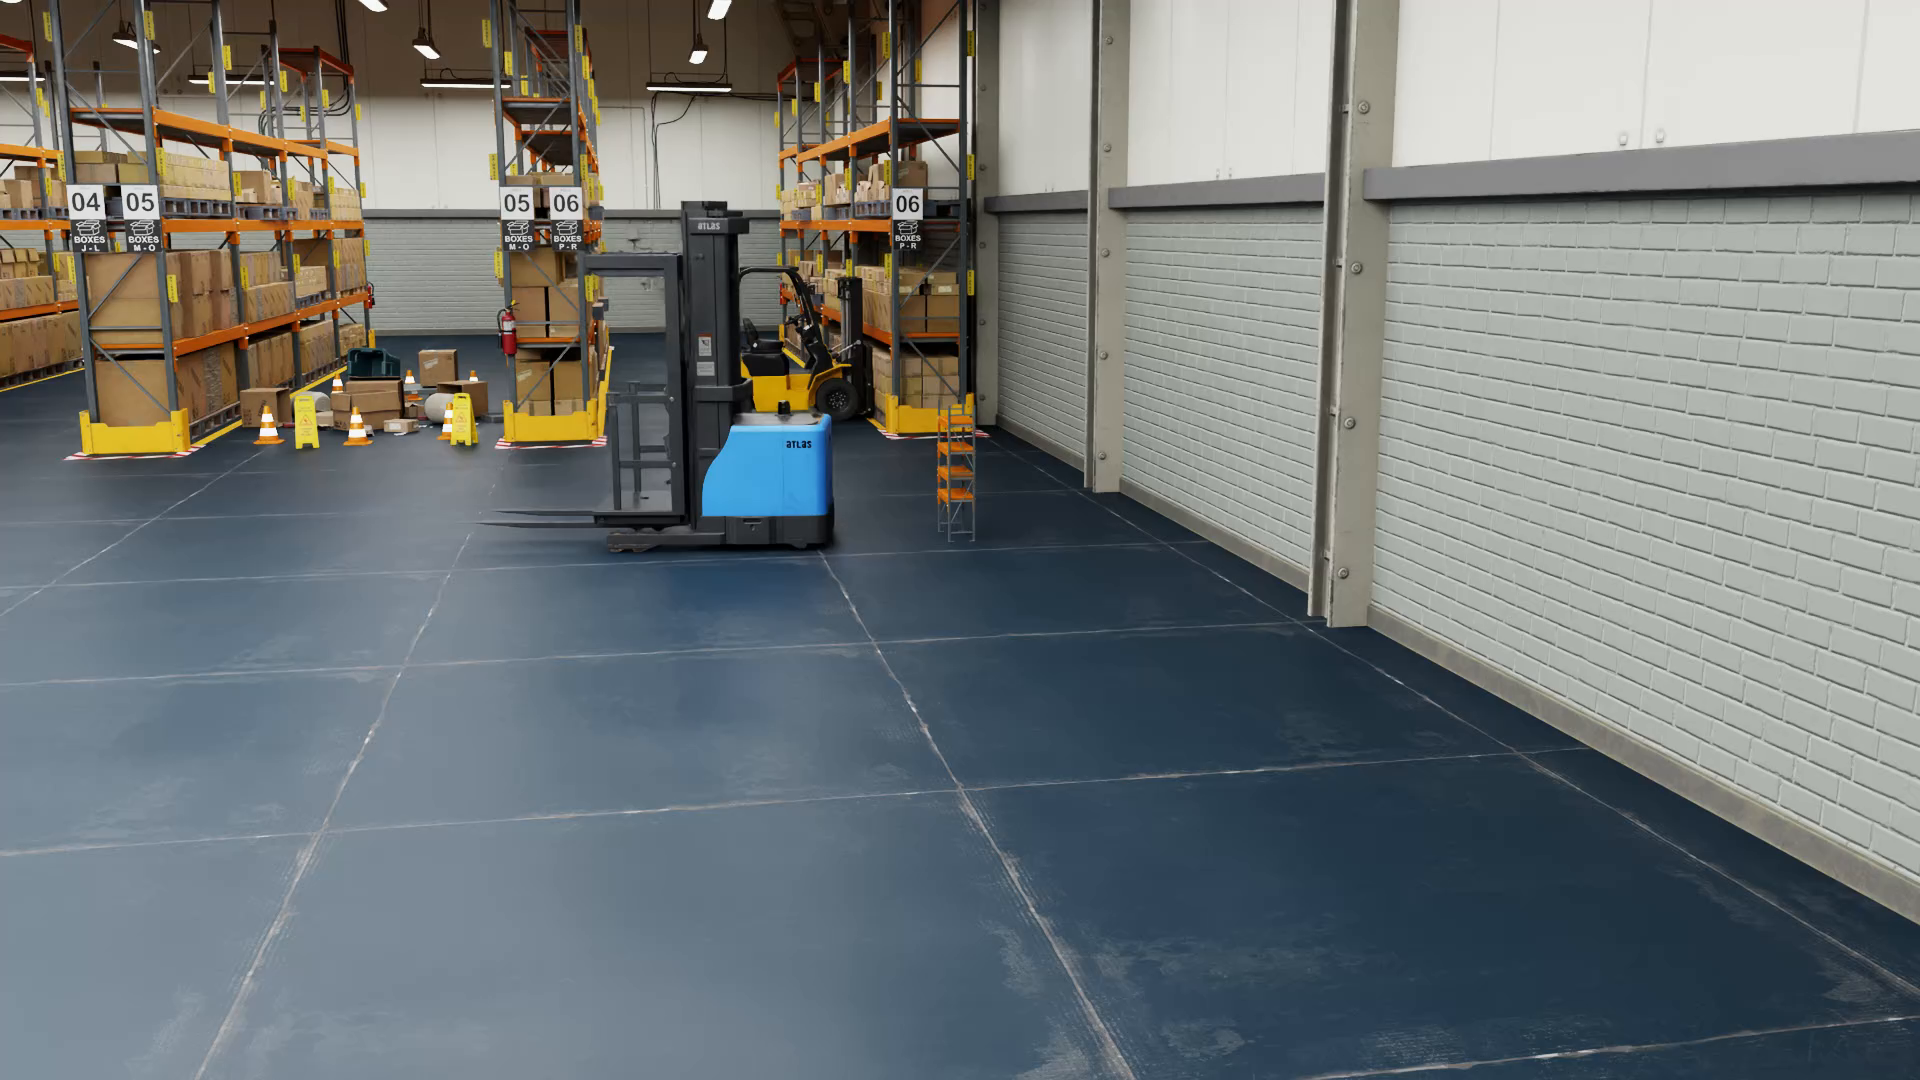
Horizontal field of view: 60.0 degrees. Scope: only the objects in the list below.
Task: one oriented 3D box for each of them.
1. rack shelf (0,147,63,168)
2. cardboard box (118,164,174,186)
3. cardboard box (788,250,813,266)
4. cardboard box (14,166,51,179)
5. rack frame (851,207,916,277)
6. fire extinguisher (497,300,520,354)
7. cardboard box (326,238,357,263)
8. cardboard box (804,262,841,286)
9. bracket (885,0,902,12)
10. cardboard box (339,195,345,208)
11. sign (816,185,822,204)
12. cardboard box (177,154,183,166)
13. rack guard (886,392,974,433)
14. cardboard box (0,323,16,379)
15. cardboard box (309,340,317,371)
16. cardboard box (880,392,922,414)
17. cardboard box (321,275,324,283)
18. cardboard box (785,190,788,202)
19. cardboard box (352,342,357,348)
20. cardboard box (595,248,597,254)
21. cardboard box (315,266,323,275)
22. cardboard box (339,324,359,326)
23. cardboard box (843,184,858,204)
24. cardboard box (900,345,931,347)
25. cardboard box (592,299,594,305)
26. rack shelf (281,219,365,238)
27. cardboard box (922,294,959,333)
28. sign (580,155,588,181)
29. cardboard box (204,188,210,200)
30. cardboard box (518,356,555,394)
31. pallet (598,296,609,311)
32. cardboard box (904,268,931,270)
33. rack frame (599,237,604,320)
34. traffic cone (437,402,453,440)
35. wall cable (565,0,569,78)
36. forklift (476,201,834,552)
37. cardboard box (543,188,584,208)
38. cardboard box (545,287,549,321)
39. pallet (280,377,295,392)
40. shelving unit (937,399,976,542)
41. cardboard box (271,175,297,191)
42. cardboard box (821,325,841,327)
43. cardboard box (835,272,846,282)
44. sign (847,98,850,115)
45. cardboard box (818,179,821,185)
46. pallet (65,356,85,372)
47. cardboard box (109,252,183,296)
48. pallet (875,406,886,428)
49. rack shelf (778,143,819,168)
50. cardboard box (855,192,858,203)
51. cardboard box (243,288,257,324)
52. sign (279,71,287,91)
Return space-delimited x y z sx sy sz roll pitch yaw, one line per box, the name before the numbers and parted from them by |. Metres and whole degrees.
rack shelf | -17.721 -7.374 32.365 1.077 0.370 4.000 -2 11 -11
cardboard box | -9.955 -4.470 20.352 0.500 0.250 0.500 -2 11 -11
cardboard box | -3.405 -5.958 35.576 0.500 0.500 0.500 -2 11 -10
cardboard box | -17.508 -6.929 31.393 0.500 0.250 0.500 -3 11 -15
rack frame | -1.187 -3.684 26.031 1.000 3.000 0.127 -2 11 -11
fire extinguisher | -5.707 -2.694 21.033 0.296 0.674 0.183 -2 11 -11
cardboard box | -12.683 -5.929 34.087 0.500 0.500 0.500 -2 11 -8
cardboard box | -2.615 -5.071 31.927 0.700 0.500 0.500 -2 11 -11
bracket | -1.095 -8.838 27.436 0.235 0.232 0.430 -2 11 -11
cardboard box | -12.482 -6.698 32.909 0.500 0.250 0.500 -2 11 -10
sign | -2.497 -6.126 29.455 0.100 0.325 0.005 -2 11 -11
cardboard box | -10.012 -4.780 20.915 0.380 0.149 0.250 -2 11 -10
rack guard | -0.404 -1.718 22.387 1.175 0.500 0.348 -2 11 -11
cardboard box | -16.668 -3.166 27.868 1.225 0.875 0.875 -3 11 -14
cardboard box | -11.657 -3.248 29.299 0.500 0.500 0.500 -2 11 -10
cardboard box | -0.810 -1.881 22.786 0.500 0.250 0.500 -2 11 -11
cardboard box | -12.123 -4.887 31.101 0.380 0.149 0.250 -2 11 -11
cardboard box | -3.489 -7.401 35.802 0.500 0.250 0.500 -2 11 -12
cardboard box | -12.596 -3.987 34.123 0.380 0.149 0.250 -2 11 -10
cardboard box | -6.880 -5.062 30.330 0.500 0.500 0.500 -2 11 -9
cardboard box | -12.124 -5.031 31.065 0.380 0.149 0.250 -2 11 -13
cardboard box | -12.881 -4.467 35.056 0.380 0.149 0.250 -2 11 -10
cardboard box | -1.567 -5.493 26.361 0.500 0.311 0.500 -2 11 -13
cardboard box | -0.703 -2.762 24.742 0.500 0.250 0.500 -2 11 -11
cardboard box | -5.853 -3.699 25.656 0.380 0.149 0.250 -2 11 -10
rack shelf | -12.836 -6.259 33.458 1.077 0.370 4.000 -2 11 -11
cardboard box | -0.233 -3.101 22.697 0.500 0.500 0.500 -2 11 -9
sign | -4.745 -4.692 20.966 0.100 0.325 0.005 -2 11 -11
cardboard box | -10.257 -4.621 22.213 0.380 0.149 0.250 -2 11 -12
cardboard box | -5.793 -2.226 22.596 0.500 0.500 0.500 -2 11 -9
pallet | -6.590 -4.016 28.285 1.213 0.211 1.003 -2 11 -11
cardboard box | -0.611 -3.914 24.443 0.380 0.149 0.250 -2 11 -12
rack frame | -8.389 -5.704 36.642 1.000 3.000 0.127 -2 11 -11
traffic cone | -6.626 -1.555 21.629 0.336 0.463 0.334 -2 11 -11
wall cable | -10.799 -12.887 40.689 2.355 3.000 0.029 -2 11 -11
forklift | -2.647 -1.434 14.390 3.031 2.935 1.130 0 11 -1
cardboard box | -5.113 -4.417 21.465 0.500 0.250 0.500 -2 11 -12
cardboard box | -5.746 -3.146 22.141 0.500 0.500 0.500 -2 11 -11
pallet | -11.589 -2.521 27.377 1.003 0.211 1.213 -2 11 -11
shelving unit | -0.032 -0.620 14.744 0.258 1.200 0.503 -2 11 -11
cardboard box | -11.577 -6.116 28.468 0.396 0.266 0.258 -2 11 -11
cardboard box | -2.408 -3.945 31.229 0.380 0.149 0.250 -2 11 -9
cardboard box | -1.876 -4.386 27.714 0.380 0.149 0.250 -2 11 -13
sign | -2.200 -8.656 33.188 0.100 0.325 0.005 -2 11 -11
cardboard box | -2.616 -7.053 33.086 0.396 0.266 0.258 -2 11 -12
pallet | -17.403 -3.382 31.902 1.003 0.211 1.213 -2 11 -11
cardboard box | -10.344 -3.342 20.943 0.875 0.550 0.550 -2 11 -11
pallet | -0.599 -1.720 23.166 1.003 0.211 1.213 -2 11 -11
rack shelf | -3.132 -8.110 35.173 1.077 0.370 4.000 -2 11 -11
cardboard box | -1.397 -5.196 25.235 0.380 0.149 0.250 -2 11 -10
cardboard box | -10.729 -3.460 24.584 0.500 0.500 0.500 -2 11 -10
sign | -11.125 -7.543 27.336 0.100 0.325 0.005 -2 11 -11
